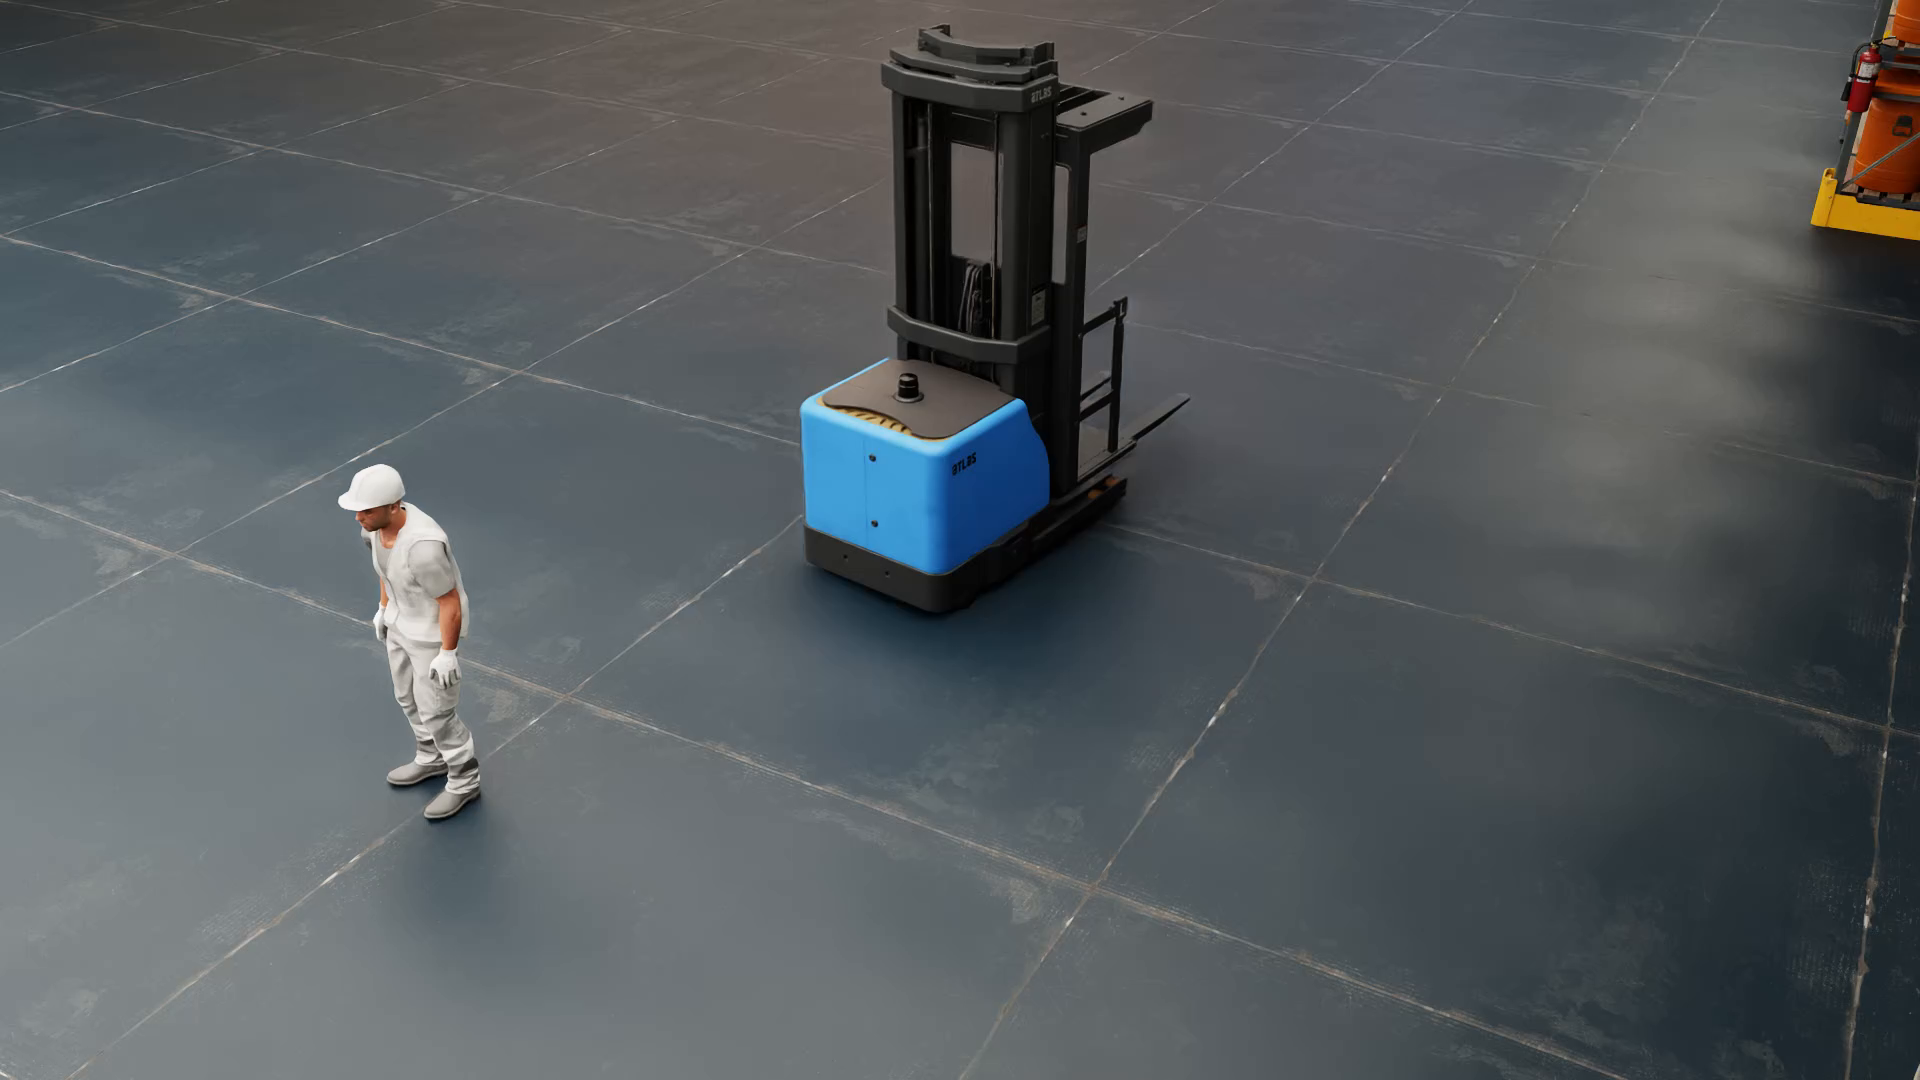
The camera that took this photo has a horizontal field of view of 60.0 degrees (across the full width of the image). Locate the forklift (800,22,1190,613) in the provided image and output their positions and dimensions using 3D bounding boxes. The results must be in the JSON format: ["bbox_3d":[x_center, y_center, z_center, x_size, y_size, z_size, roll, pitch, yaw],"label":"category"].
[{"bbox_3d":[0.384,-1.548,9.753,1.130,2.935,3.031,21,36,31],"label":"forklift"}]

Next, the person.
[{"bbox_3d":[-2.447,0.433,7.479,0.609,1.777,0.453,26,39,37],"label":"person"}]
